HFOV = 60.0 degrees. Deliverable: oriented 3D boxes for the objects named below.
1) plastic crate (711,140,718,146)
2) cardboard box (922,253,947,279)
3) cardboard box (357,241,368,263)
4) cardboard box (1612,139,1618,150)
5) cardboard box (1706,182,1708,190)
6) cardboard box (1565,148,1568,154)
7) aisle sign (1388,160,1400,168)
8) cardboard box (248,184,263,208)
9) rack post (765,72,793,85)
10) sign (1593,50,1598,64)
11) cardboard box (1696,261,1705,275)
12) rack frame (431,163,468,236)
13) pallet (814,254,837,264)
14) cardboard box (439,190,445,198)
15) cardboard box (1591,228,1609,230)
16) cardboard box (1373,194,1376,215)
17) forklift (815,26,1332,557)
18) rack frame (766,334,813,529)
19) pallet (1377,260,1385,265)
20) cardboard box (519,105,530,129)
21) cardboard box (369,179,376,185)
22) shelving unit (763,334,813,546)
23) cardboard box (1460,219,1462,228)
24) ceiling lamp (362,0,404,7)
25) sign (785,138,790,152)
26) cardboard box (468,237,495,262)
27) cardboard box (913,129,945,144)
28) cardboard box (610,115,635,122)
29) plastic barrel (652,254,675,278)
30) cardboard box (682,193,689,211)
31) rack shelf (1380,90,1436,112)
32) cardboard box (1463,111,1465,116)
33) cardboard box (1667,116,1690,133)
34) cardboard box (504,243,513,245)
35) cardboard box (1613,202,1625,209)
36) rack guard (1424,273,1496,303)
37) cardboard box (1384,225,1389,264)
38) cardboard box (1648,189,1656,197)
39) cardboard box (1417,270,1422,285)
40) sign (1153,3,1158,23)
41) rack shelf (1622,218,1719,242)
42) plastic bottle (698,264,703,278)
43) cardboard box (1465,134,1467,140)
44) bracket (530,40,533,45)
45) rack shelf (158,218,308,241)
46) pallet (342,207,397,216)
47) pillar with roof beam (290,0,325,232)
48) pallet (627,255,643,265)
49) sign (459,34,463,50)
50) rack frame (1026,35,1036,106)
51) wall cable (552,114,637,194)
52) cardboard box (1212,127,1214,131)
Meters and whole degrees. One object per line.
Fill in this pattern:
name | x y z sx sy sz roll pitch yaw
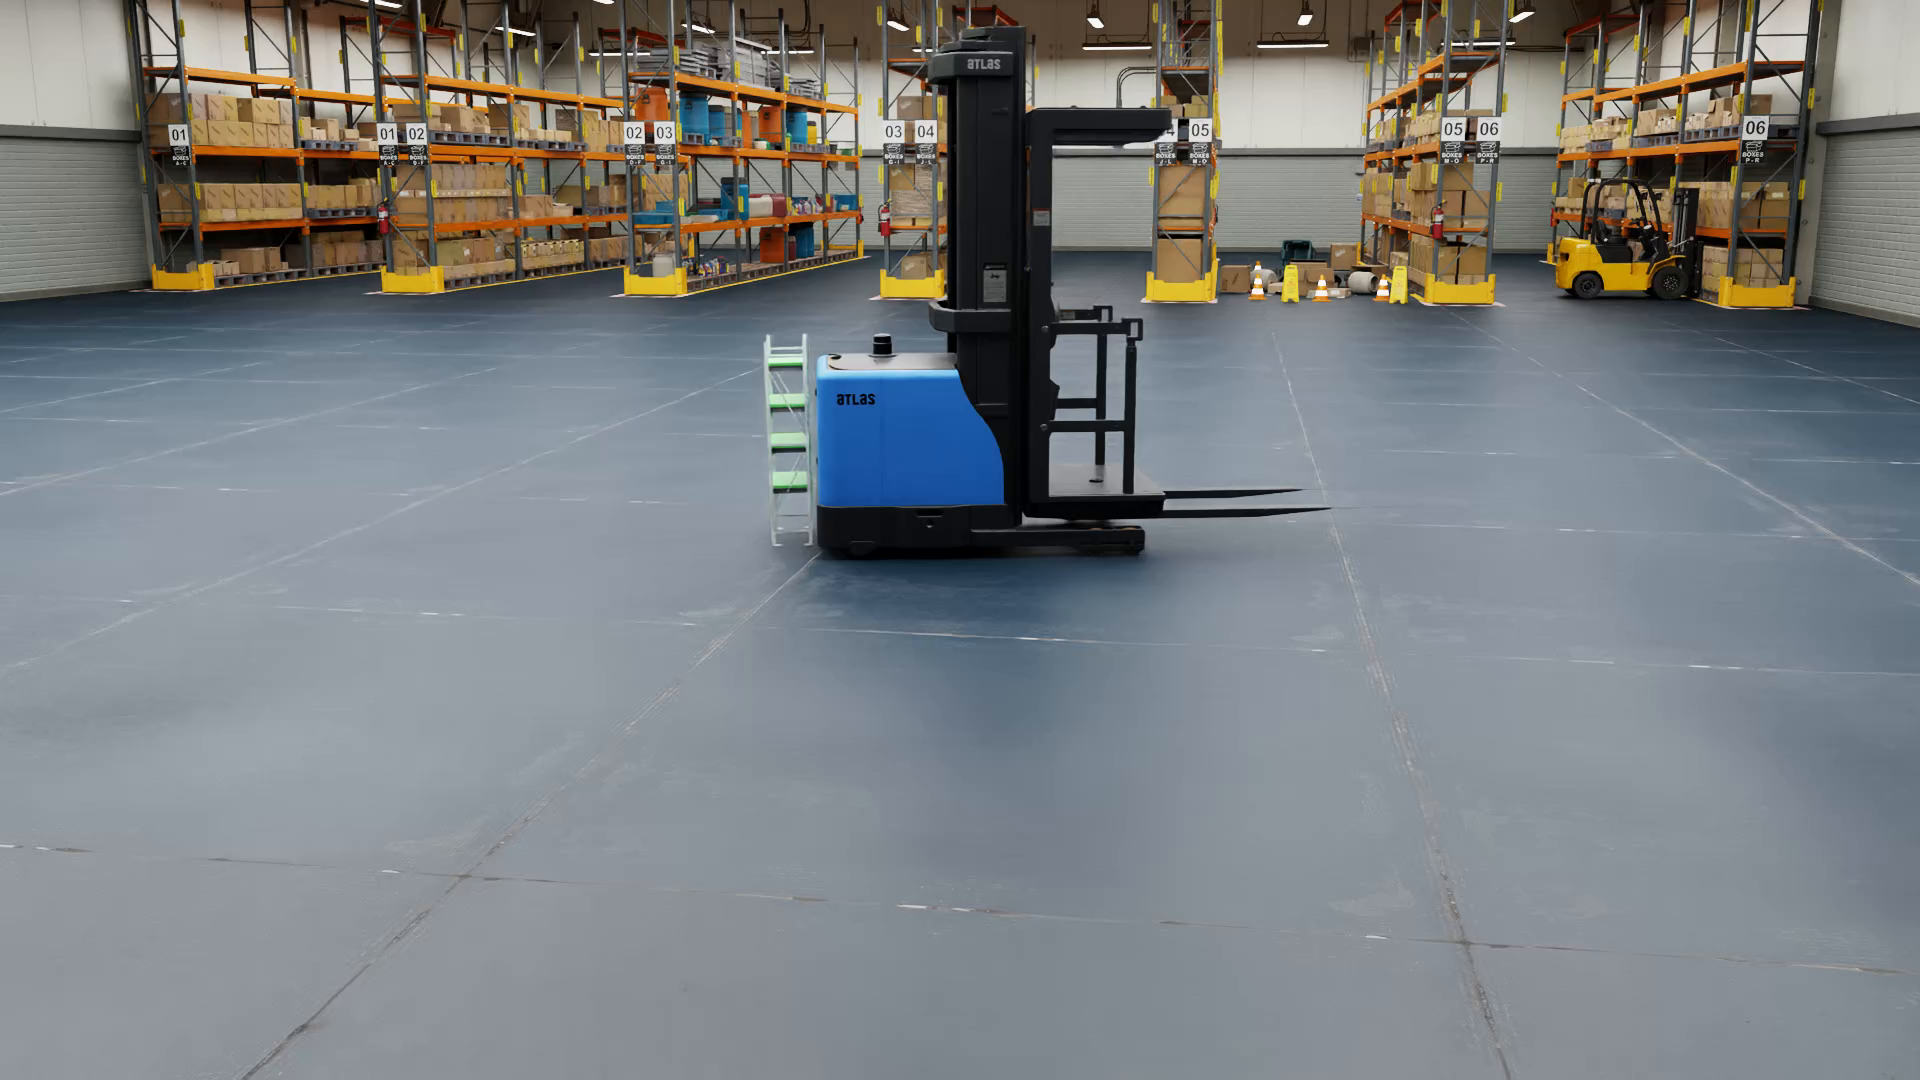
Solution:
plastic crate | -5.033 -7.994 33.472 0.243 0.136 0.396 2 12 9
cardboard box | -0.491 -5.493 33.299 0.500 0.500 0.500 1 12 4
cardboard box | -14.612 -6.895 39.758 0.700 0.500 0.500 2 12 9
cardboard box | 15.014 -8.911 37.459 0.500 0.250 0.500 2 12 9
cardboard box | 13.923 -6.493 30.521 0.380 0.149 0.250 2 12 9
cardboard box | 15.762 -9.988 42.695 0.380 0.149 0.250 2 12 10
aisle sign | 11.664 -10.296 44.477 0.394 0.787 0.004 2 12 9
cardboard box | -14.980 -7.202 34.822 0.500 0.500 0.500 2 12 10
rack post | -4.499 -10.884 39.317 0.954 0.300 0.937 2 12 9
sign | 15.103 -11.477 39.482 0.100 0.325 0.005 2 12 9
cardboard box | 13.703 -4.958 30.225 0.500 0.250 0.500 2 12 7
rack frame | -13.744 -8.990 44.588 1.000 3.000 0.127 2 12 9
pallet | -3.880 -7.460 44.108 1.003 0.211 1.213 2 12 9
cardboard box | -10.383 -6.828 32.779 0.380 0.149 0.250 2 12 7
cardboard box | 15.378 -7.405 39.925 0.380 0.149 0.250 2 12 8
cardboard box | 10.550 -8.341 41.340 0.500 0.500 0.500 2 12 9
forklift | 0.659 -1.448 9.754 3.031 2.935 1.130 -1 12 -5
rack frame | -1.041 -0.658 10.186 0.240 1.200 0.015 -2 12 -4
pallet | 10.687 -6.661 40.401 1.003 0.211 1.213 2 12 9
cardboard box | -9.880 -9.376 36.839 0.500 0.500 0.500 3 13 14
cardboard box | -14.383 -8.665 40.261 0.380 0.149 0.250 0 12 1
shelving unit | -1.021 -0.606 9.948 0.258 1.200 0.503 -2 12 -4
cardboard box | 9.167 -5.684 29.842 0.380 0.149 0.250 2 12 9
ceiling lamp | -12.222 -12.992 35.062 0.800 3.185 2.000 2 12 9
sign | -4.025 -9.235 38.854 0.100 0.325 0.005 2 12 9
cardboard box | -10.096 -6.081 34.840 0.500 0.500 0.500 2 12 9
cardboard box | -0.577 -7.495 30.889 0.500 0.250 0.500 2 12 10
cardboard box | -8.812 -10.937 43.890 0.700 0.500 0.500 2 12 9
plastic barrel | -5.775 -5.300 32.372 0.421 0.512 0.421 0 12 0
cardboard box | -8.033 -9.610 47.226 0.500 0.500 0.500 2 12 10
rack shelf | 10.424 -10.156 38.418 1.077 0.370 4.000 2 12 9
cardboard box | 9.320 -7.698 30.175 0.380 0.149 0.250 2 12 8
cardboard box | 14.277 -8.197 32.768 0.500 0.311 0.500 1 12 7
cardboard box | -10.226 -6.502 37.244 0.500 0.311 0.500 2 12 10
cardboard box | 14.743 -7.426 36.932 0.380 0.149 0.250 2 12 10
rack guard | 8.897 -4.483 29.610 1.175 0.500 0.348 2 12 9
cardboard box | 10.584 -7.034 39.559 0.875 0.875 0.875 2 12 10
cardboard box | 14.371 -7.131 34.185 0.380 0.149 0.250 2 12 7
cardboard box | 8.907 -4.944 31.345 0.500 0.250 0.500 1 12 7
sign | 3.445 -9.277 29.276 0.100 0.325 0.005 2 12 9
rack shelf | 14.714 -6.427 34.401 1.077 0.370 4.000 2 12 9
plastic bottle | -5.214 -5.420 33.453 0.097 0.271 0.097 0 12 0
cardboard box | 9.298 -7.255 30.016 0.380 0.149 0.250 2 12 8
bracket | -13.154 -15.180 50.526 0.235 0.232 0.430 2 12 9
rack shelf | -15.282 -6.557 35.004 1.077 0.370 4.000 2 12 9
pallet | -14.364 -7.912 40.040 1.213 0.211 1.003 2 12 9
pillar with roof beam | -11.160 -10.708 38.319 9.100 9.000 0.548 2 12 9
pallet | -8.936 -7.296 43.349 1.003 0.211 1.213 2 12 9
sign | -10.617 -10.608 35.451 0.100 0.325 0.005 2 12 9
rack frame | 1.554 -12.274 45.586 1.000 3.000 0.127 2 12 9
wall cable | -11.906 -12.403 53.556 3.097 2.526 0.112 2 12 9
cardboard box | 4.660 -7.908 31.808 0.380 0.149 0.250 2 12 8
